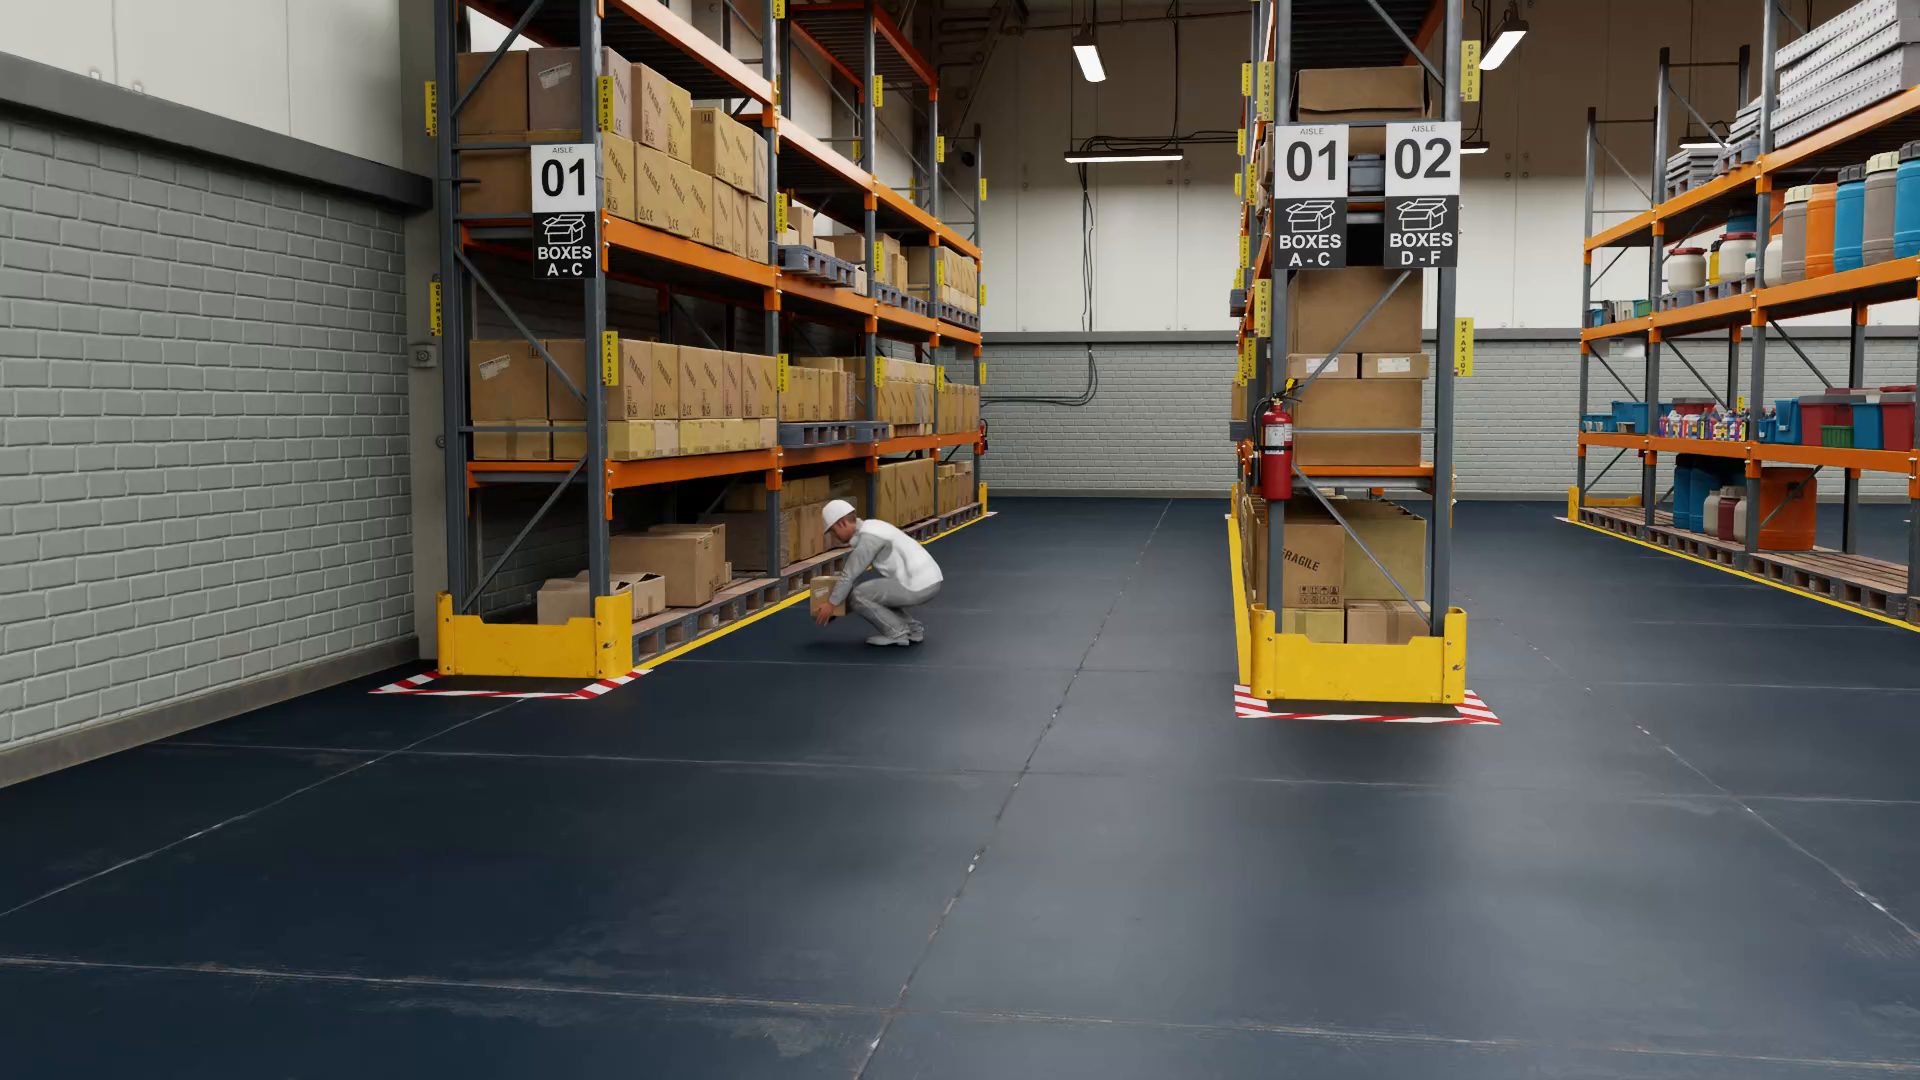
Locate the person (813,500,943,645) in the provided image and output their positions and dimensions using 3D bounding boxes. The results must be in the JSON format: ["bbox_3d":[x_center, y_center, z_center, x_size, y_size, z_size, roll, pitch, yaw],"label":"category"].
[{"bbox_3d":[-0.569,0.224,11.600,0.878,1.011,0.526,1,4,8],"label":"person"}]
